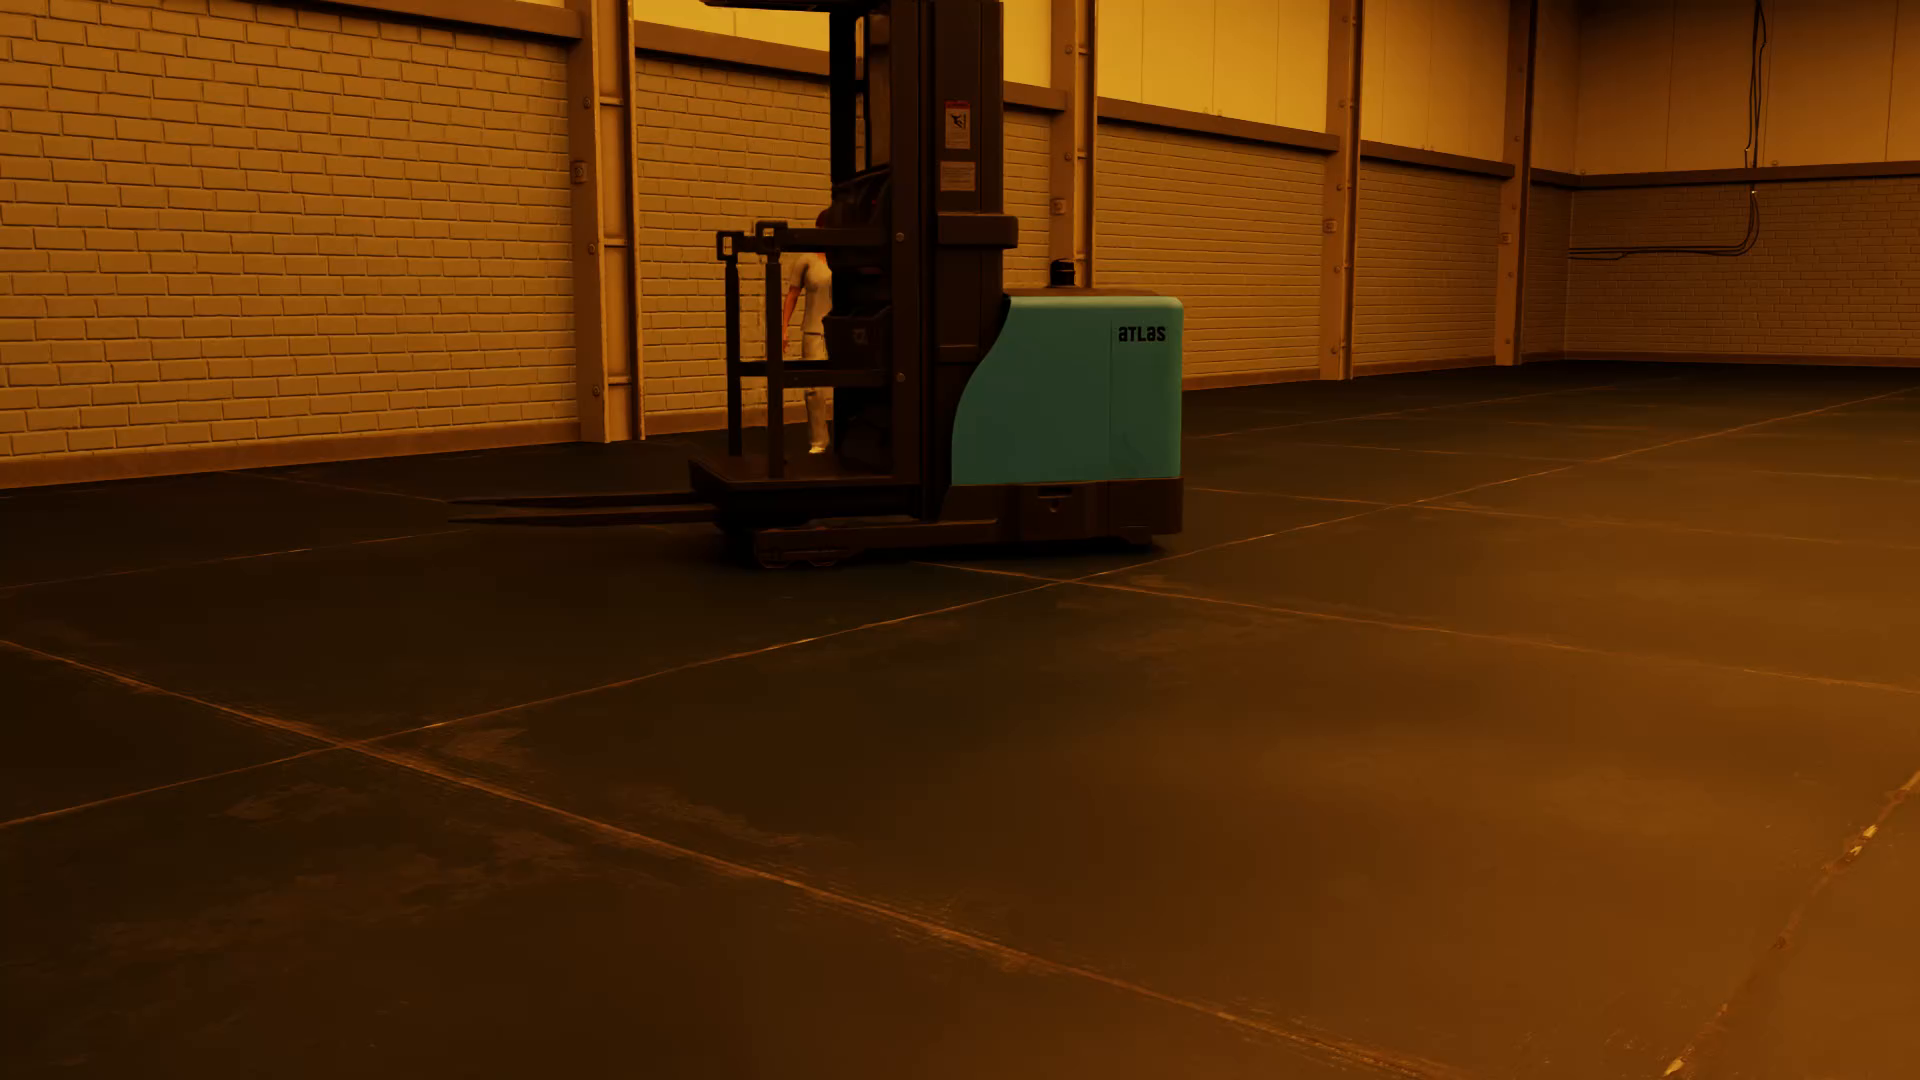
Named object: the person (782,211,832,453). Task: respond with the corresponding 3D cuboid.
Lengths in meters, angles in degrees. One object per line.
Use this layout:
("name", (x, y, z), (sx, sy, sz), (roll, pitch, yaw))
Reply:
("person", (-0.826, -1.364, 11.059), (0.758, 1.647, 0.367), (-1, 8, -5))

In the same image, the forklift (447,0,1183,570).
("forklift", (-0.618, -1.416, 6.960), (3.031, 2.935, 1.130), (-3, 9, -17))
